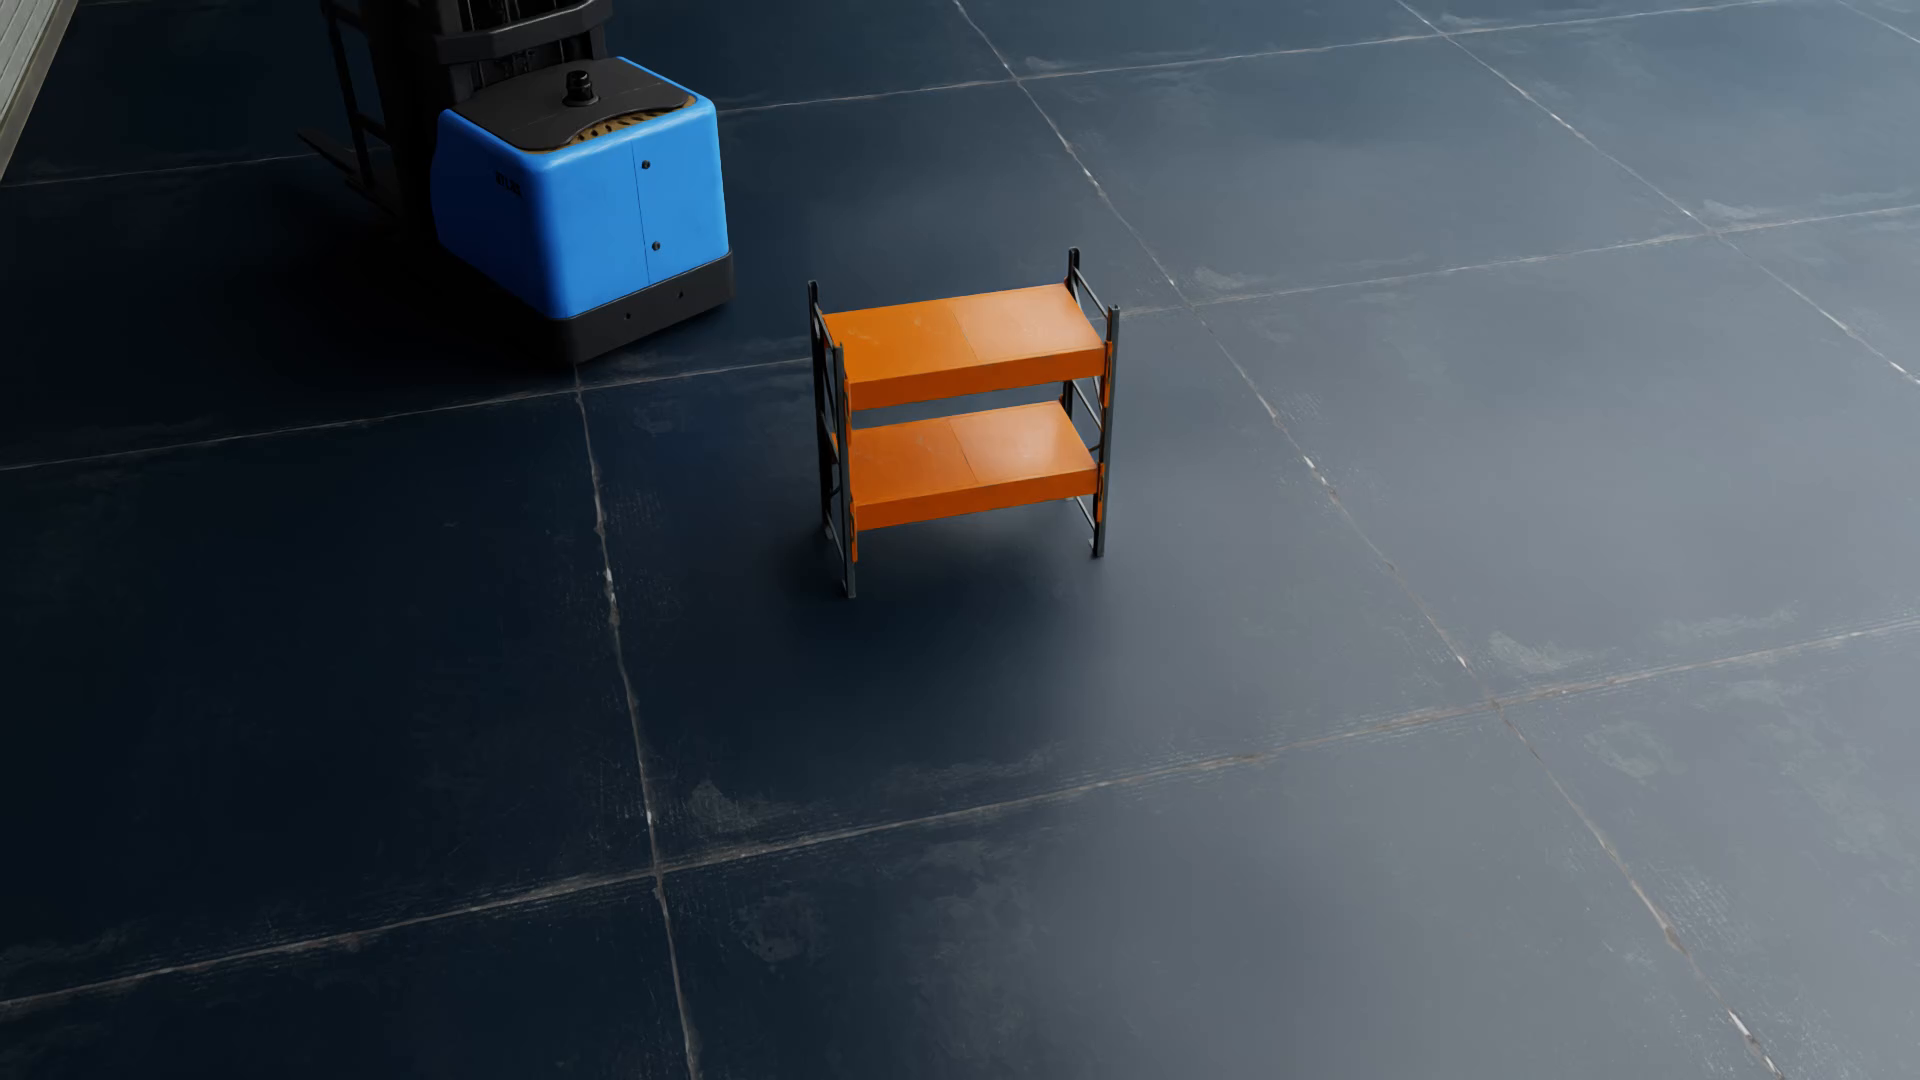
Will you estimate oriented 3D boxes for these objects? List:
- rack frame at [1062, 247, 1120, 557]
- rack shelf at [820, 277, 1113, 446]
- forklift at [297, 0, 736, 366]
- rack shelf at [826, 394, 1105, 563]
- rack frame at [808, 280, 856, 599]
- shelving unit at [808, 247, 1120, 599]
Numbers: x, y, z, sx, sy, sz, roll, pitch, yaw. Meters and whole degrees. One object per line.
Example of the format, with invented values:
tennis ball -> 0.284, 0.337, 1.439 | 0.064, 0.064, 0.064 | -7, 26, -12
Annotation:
rack frame -> 0.497, -0.528, 6.515 | 0.032, 1.125, 0.500 | -9, 38, -12
rack shelf -> 0.007, -0.680, 6.232 | 1.000, 0.278, 0.538 | -9, 38, -12
forklift -> -2.481, -2.775, 7.965 | 1.130, 2.935, 3.031 | -30, 46, -33
rack shelf -> 0.007, -0.254, 6.558 | 1.000, 0.278, 0.538 | -9, 38, -12
rack frame -> -0.484, -0.367, 6.304 | 0.032, 1.125, 0.500 | -9, 38, -12
shelving unit -> 0.007, -0.448, 6.410 | 1.048, 1.125, 0.538 | -9, 38, -12
